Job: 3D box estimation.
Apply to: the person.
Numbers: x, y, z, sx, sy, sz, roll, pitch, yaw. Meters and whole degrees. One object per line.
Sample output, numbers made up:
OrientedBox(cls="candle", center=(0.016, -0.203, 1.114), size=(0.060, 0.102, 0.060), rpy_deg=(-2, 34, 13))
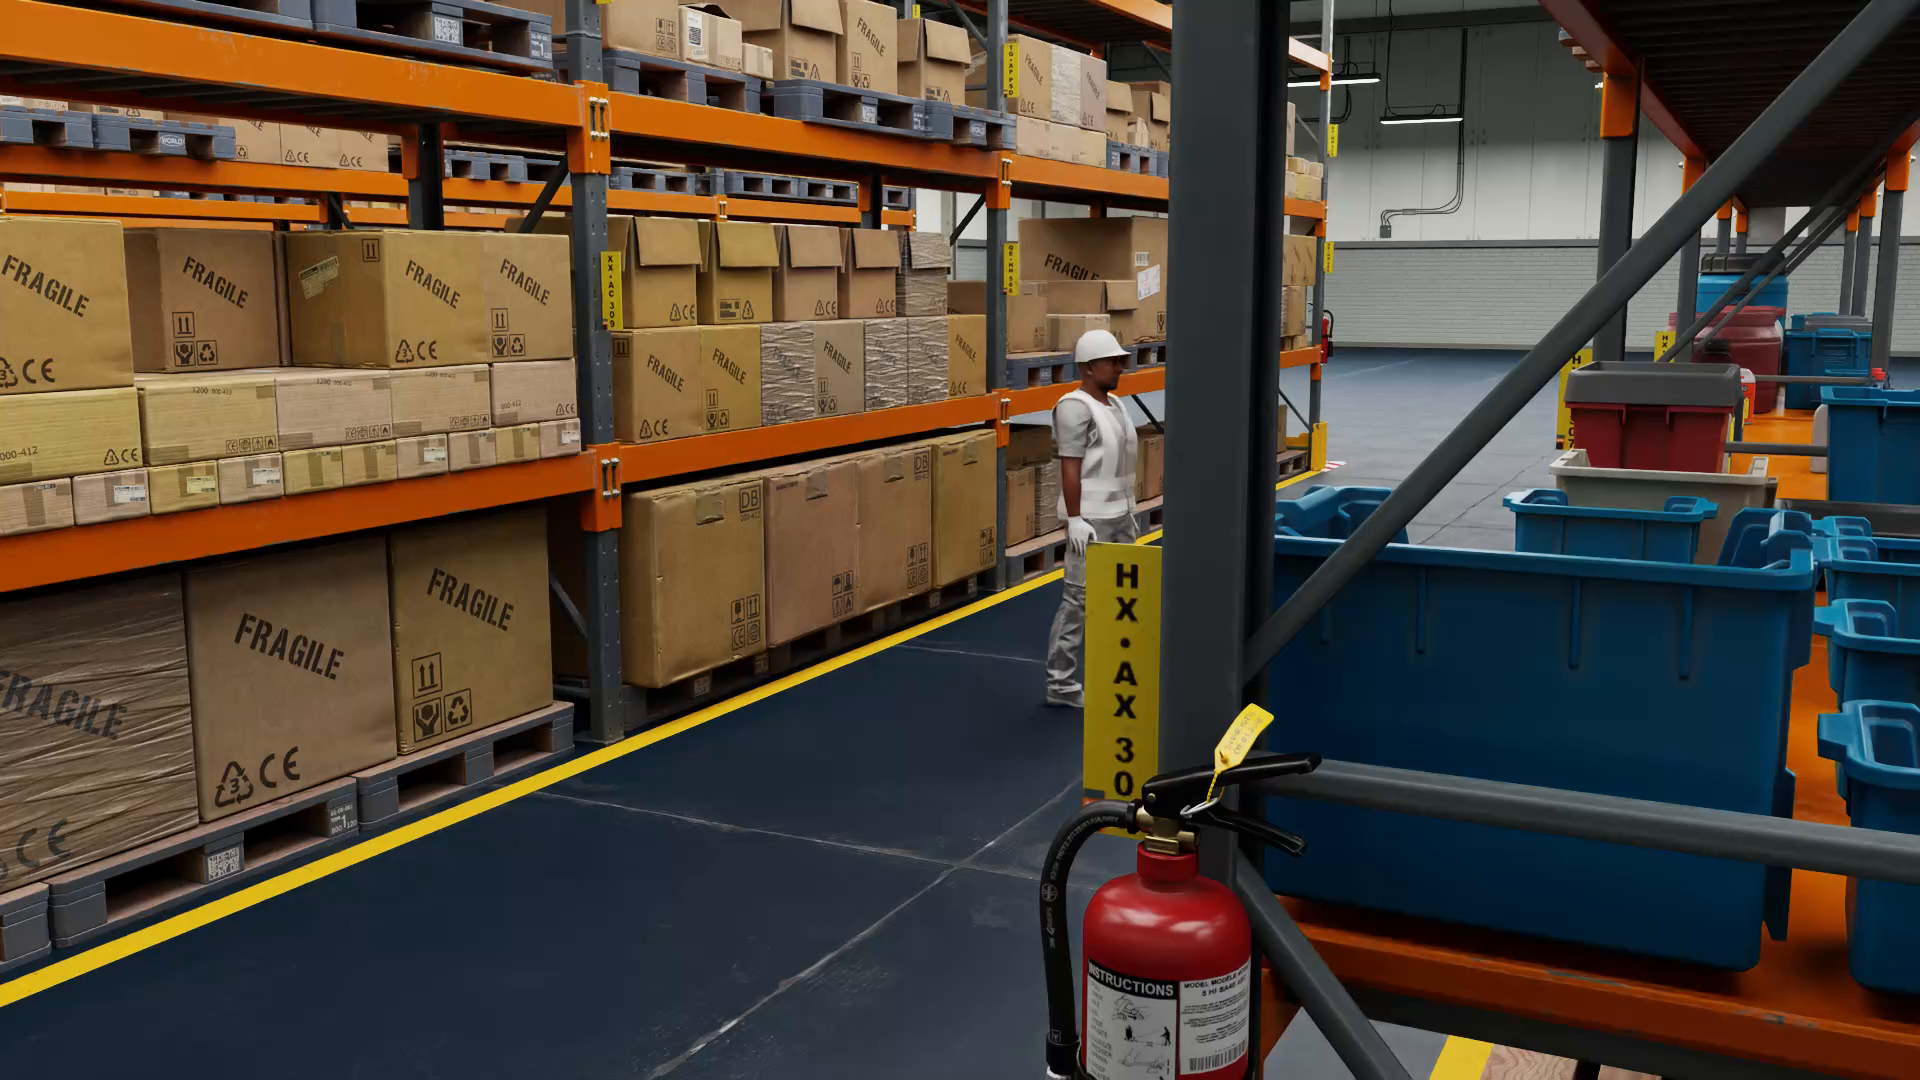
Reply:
OrientedBox(cls="person", center=(0.691, -0.094, 7.944), size=(0.424, 1.801, 0.553), rpy_deg=(5, 10, 28))
